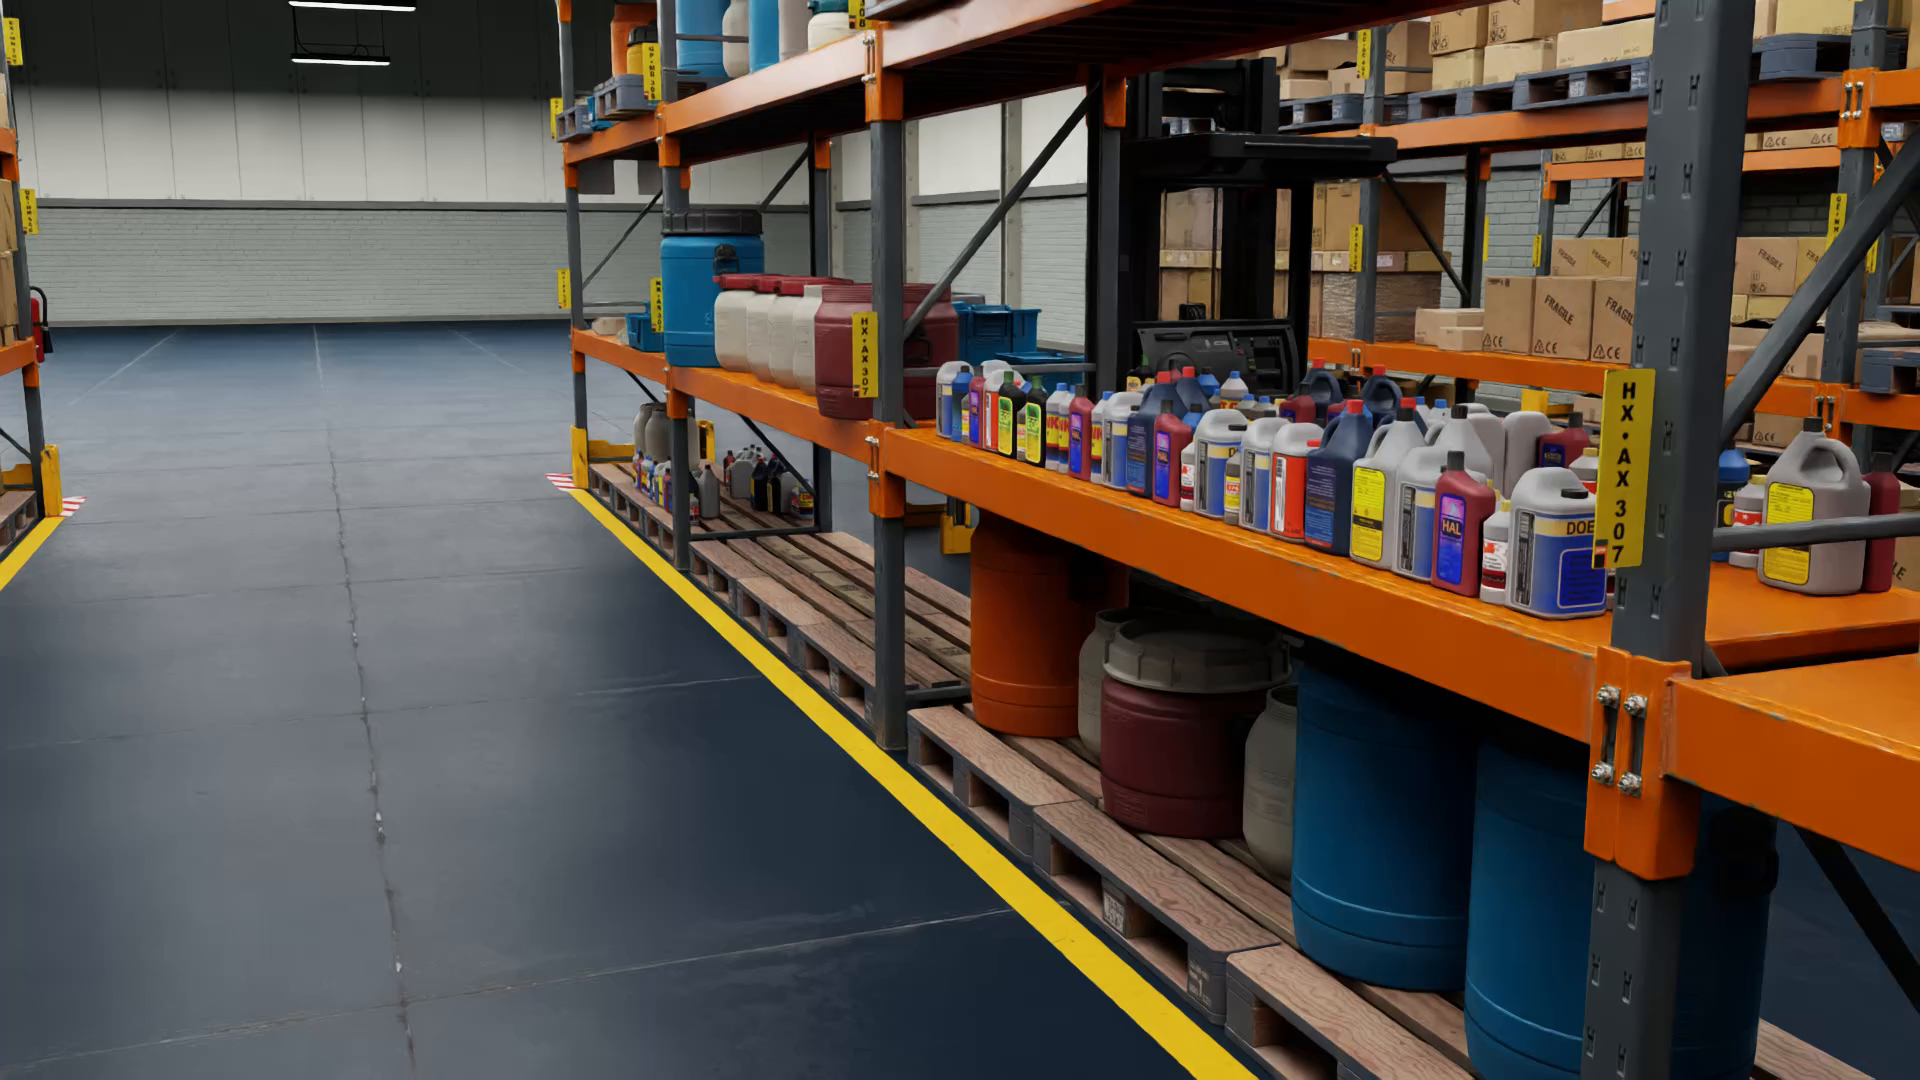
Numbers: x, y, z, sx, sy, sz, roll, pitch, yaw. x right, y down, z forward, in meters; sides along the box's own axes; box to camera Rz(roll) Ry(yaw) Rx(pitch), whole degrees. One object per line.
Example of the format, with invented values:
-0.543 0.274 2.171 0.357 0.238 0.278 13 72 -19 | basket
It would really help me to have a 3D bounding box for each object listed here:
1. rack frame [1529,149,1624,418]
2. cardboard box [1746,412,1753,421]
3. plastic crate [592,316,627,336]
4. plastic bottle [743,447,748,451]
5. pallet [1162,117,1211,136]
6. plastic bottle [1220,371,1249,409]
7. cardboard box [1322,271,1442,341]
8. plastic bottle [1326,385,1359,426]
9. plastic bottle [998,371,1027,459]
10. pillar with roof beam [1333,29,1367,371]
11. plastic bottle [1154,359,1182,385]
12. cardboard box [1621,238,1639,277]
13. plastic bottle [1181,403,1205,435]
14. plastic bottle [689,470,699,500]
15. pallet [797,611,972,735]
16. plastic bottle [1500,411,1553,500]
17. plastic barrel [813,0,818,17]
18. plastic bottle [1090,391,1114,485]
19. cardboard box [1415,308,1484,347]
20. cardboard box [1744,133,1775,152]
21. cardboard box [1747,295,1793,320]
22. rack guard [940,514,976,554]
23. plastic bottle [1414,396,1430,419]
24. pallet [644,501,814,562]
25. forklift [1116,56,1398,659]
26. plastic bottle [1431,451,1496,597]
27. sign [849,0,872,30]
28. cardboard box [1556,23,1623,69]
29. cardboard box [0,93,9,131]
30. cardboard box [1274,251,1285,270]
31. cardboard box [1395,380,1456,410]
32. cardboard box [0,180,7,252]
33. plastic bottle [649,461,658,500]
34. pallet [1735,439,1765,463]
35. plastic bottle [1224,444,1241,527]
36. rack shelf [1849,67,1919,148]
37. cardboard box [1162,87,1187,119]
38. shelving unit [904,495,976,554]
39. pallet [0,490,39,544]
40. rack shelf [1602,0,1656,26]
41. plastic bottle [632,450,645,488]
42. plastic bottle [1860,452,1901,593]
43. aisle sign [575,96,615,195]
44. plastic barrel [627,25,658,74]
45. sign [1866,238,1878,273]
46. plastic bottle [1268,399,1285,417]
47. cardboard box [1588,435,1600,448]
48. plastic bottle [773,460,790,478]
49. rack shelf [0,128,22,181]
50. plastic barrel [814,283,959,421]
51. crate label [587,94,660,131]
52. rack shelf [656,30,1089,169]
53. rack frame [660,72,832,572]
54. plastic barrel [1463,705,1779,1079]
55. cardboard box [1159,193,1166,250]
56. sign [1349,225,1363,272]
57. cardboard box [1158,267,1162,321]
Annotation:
6.481 -2.601 17.478 1.000 3.000 0.127 -4 11 -21 | rack frame
7.074 -1.252 15.777 0.700 0.500 0.500 -5 11 -24 | cardboard box
-2.728 -1.676 13.030 0.298 0.136 0.250 -4 11 -21 | plastic crate
-1.619 -0.562 12.513 0.061 0.283 0.133 -4 11 -20 | plastic bottle
2.097 -3.602 14.794 1.003 0.211 1.213 -4 11 -21 | pallet
0.940 -0.443 5.713 0.097 0.271 0.097 0 10 0 | plastic bottle
3.148 -1.754 12.433 0.700 0.500 0.500 -4 11 -22 | cardboard box
1.163 -0.328 5.031 0.061 0.283 0.133 -4 11 -21 | plastic bottle
0.176 -0.418 5.536 0.061 0.283 0.133 -4 11 -21 | plastic bottle
1.354 -6.201 20.589 9.100 9.000 0.400 -4 11 -21 | pillar with roof beam
0.774 -0.532 6.182 0.061 0.283 0.133 -4 11 -21 | plastic bottle
6.725 -2.643 15.945 0.500 0.500 0.500 -4 11 -23 | cardboard box
0.645 -0.239 4.564 0.097 0.271 0.097 0 10 0 | plastic bottle
-1.805 -0.319 10.954 0.144 0.351 0.185 -4 11 -22 | plastic bottle
-0.098 0.577 7.571 1.003 0.211 1.213 -4 11 -21 | pallet
1.448 -0.203 4.353 0.152 0.276 0.135 -4 11 -21 | plastic bottle
-0.443 -2.760 8.377 0.600 0.901 0.708 -4 11 -21 | plastic barrel
0.437 -0.303 4.925 0.097 0.271 0.097 0 10 0 | plastic bottle
3.534 -1.482 11.613 0.500 0.250 0.500 -3 11 -17 | cardboard box
7.110 -3.722 14.873 0.500 0.500 0.500 -4 11 -23 | cardboard box
7.304 -2.024 14.605 0.500 0.250 0.500 -4 11 -21 | cardboard box
0.153 -0.054 11.011 0.587 0.250 0.087 -4 11 -21 | rack guard
1.312 -0.276 4.772 0.097 0.271 0.097 0 10 0 | plastic bottle
-1.508 -0.059 11.148 1.003 0.211 1.213 -4 11 -21 | pallet
1.406 -0.921 8.229 1.130 2.935 3.031 -5 11 -25 | forklift
1.025 -0.035 3.384 0.061 0.283 0.133 -4 11 -21 | plastic bottle
-0.364 -2.056 6.146 0.100 0.325 0.005 -4 11 -21 | sign
3.951 -2.927 9.974 0.500 0.250 0.500 -5 11 -26 | cardboard box
-6.958 -2.998 11.575 0.500 0.250 0.500 -4 11 -20 | cardboard box
2.650 -2.199 13.078 0.380 0.149 0.250 -4 11 -21 | cardboard box
3.439 -0.951 12.712 0.500 0.500 0.500 -4 11 -21 | cardboard box
-6.753 -2.191 11.180 0.500 0.500 0.500 -4 11 -21 | cardboard box
-2.152 -0.425 11.776 0.097 0.271 0.097 0 10 0 | plastic bottle
7.208 -0.882 15.776 1.003 0.211 1.213 -4 11 -21 | pallet
0.720 -0.141 4.214 0.097 0.201 0.097 0 10 0 | plastic bottle
5.489 -1.776 6.331 1.077 0.370 4.000 -4 11 -21 | rack shelf
2.070 -3.995 14.857 0.797 0.503 0.637 -3 11 -17 | cardboard box
-0.028 -0.751 11.359 0.587 1.500 1.083 -4 11 -21 | shelving unit
-7.080 -0.138 11.593 1.003 0.211 1.213 -4 11 -21 | pallet
7.206 -4.872 15.180 1.077 0.370 4.000 -4 11 -21 | rack shelf
-2.386 -0.530 12.369 0.097 0.271 0.097 0 10 0 | plastic bottle
1.861 -0.043 3.431 0.061 0.283 0.133 -4 11 -21 | plastic bottle
-3.052 -3.245 13.677 0.394 0.787 0.004 -4 11 -21 | aisle sign
-2.221 -3.571 12.627 0.600 0.588 0.600 0 10 0 | plastic barrel
7.428 -2.339 13.531 0.100 0.325 0.005 -4 11 -21 | sign
1.046 -0.361 5.451 0.097 0.201 0.097 0 10 0 | plastic bottle
4.102 -0.548 10.988 0.500 0.311 0.500 -4 11 -21 | cardboard box
-1.209 -0.390 11.355 0.144 0.351 0.185 -4 11 -19 | plastic bottle
-6.644 -2.454 10.141 1.077 0.370 4.000 -4 11 -21 | rack shelf
-0.304 -0.790 6.908 0.600 0.536 0.708 -4 11 -21 | plastic barrel
-2.382 -3.049 11.858 0.502 0.251 0.408 -4 11 -21 | crate label
-0.578 -2.116 8.238 1.077 0.370 4.000 -4 11 -21 | rack shelf
-1.303 -1.319 10.273 1.000 3.000 0.127 -4 11 -21 | rack frame
1.415 0.723 3.584 0.600 0.901 0.708 -4 11 -21 | plastic barrel
2.042 -2.888 15.103 0.700 0.500 0.500 -4 11 -21 | cardboard box
2.798 -2.063 11.754 0.100 0.325 0.005 -4 11 -21 | sign
2.023 -2.258 15.265 0.700 0.500 0.500 -4 11 -21 | cardboard box
